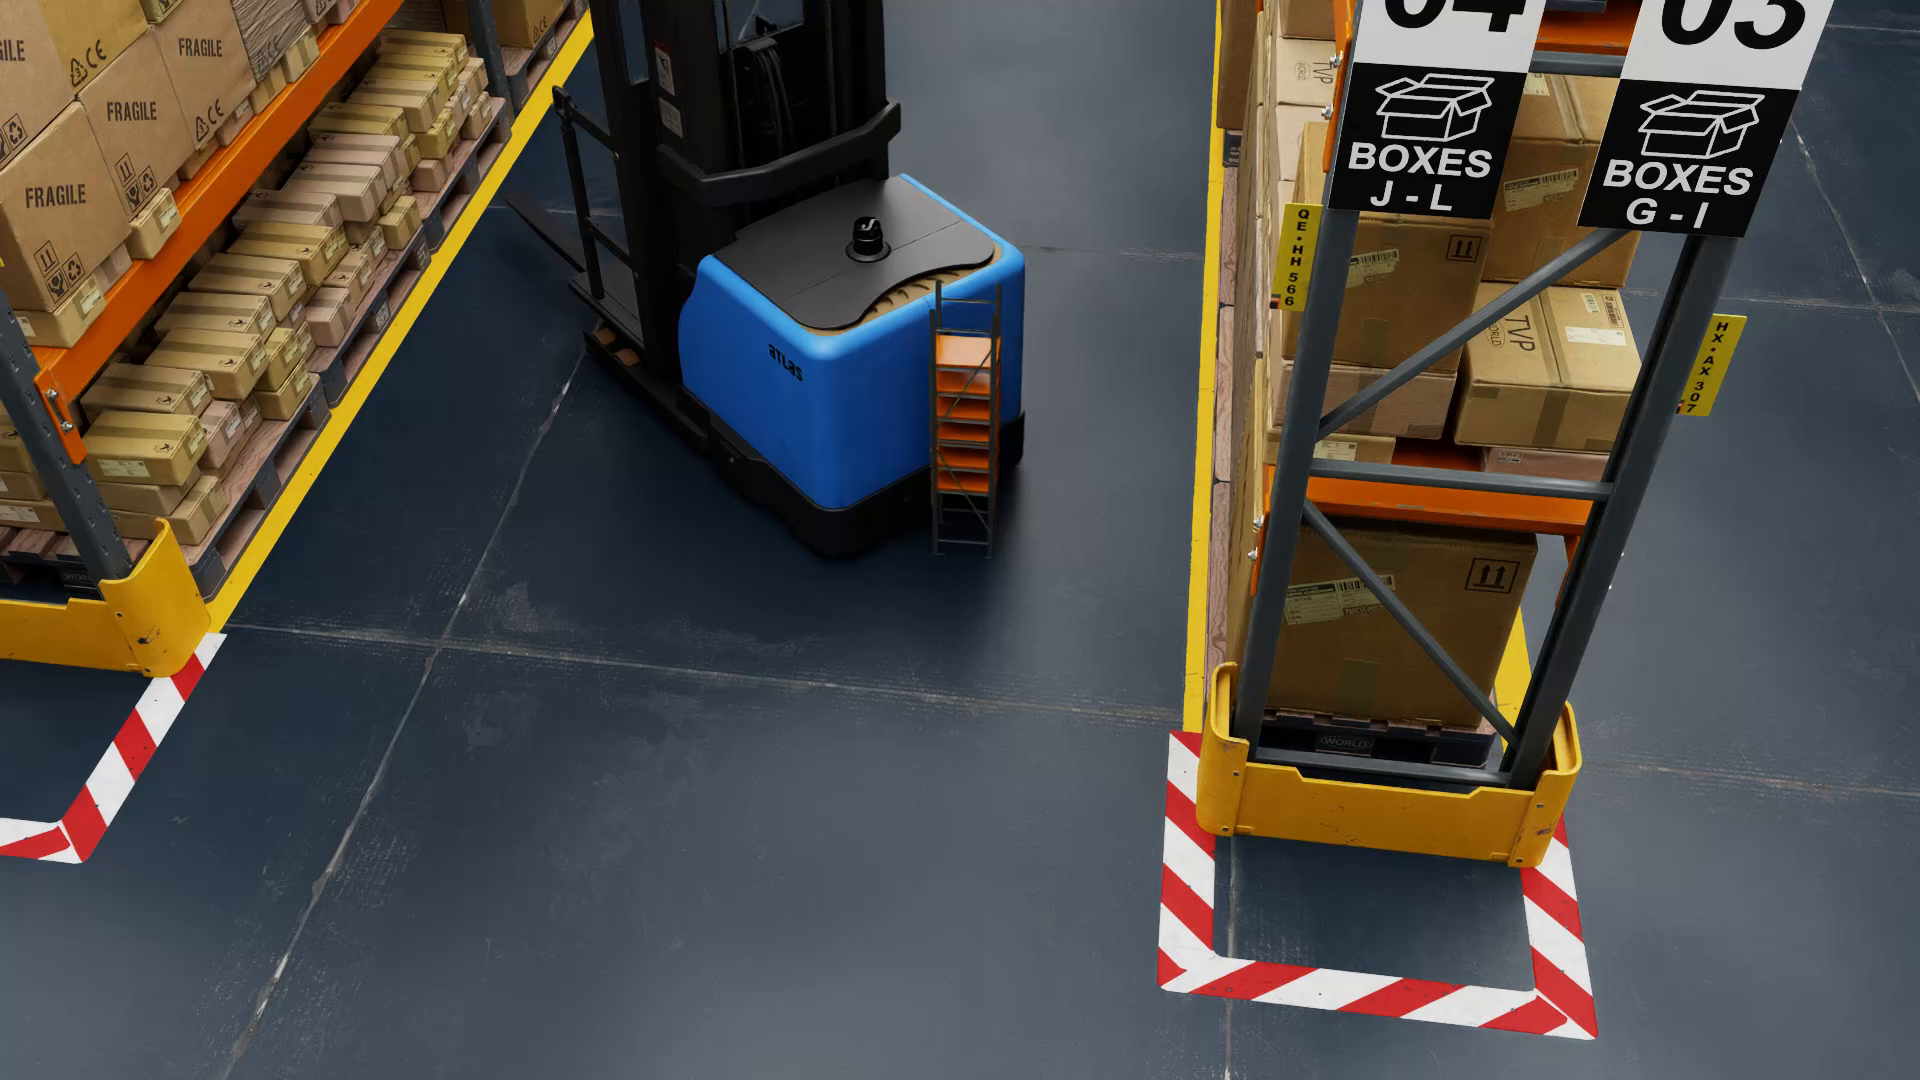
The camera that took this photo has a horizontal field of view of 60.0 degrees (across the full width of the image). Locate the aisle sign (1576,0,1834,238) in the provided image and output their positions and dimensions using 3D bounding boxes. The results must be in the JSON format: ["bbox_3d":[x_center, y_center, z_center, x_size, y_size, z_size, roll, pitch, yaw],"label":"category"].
[{"bbox_3d":[1.700,-1.035,3.771,0.394,0.787,0.004,5,44,6],"label":"aisle sign"}]

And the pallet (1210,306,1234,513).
[{"bbox_3d":[1.604,-0.536,7.163,1.003,0.211,1.213,5,44,6],"label":"pallet"}]

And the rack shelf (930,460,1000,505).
[{"bbox_3d":[0.021,-0.225,6.528,0.258,0.103,0.180,4,44,4],"label":"rack shelf"}]

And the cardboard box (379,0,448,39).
[{"bbox_3d":[-3.114,-3.185,9.445,0.500,0.500,0.500,4,44,5],"label":"cardboard box"}]

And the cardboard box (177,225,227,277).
[{"bbox_3d":[-3.452,-1.287,7.263,0.380,0.149,0.250,4,44,4],"label":"cardboard box"}]

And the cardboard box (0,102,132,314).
[{"bbox_3d":[-3.158,-1.112,5.454,0.500,0.500,0.500,7,44,7],"label":"cardboard box"}]

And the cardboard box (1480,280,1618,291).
[{"bbox_3d":[1.805,-0.878,5.389,0.500,0.250,0.500,5,44,5],"label":"cardboard box"}]

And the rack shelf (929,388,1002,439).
[{"bbox_3d":[0.021,-0.486,6.280,0.258,0.103,0.180,4,44,4],"label":"rack shelf"}]

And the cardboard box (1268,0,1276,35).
[{"bbox_3d":[1.548,-2.312,6.903,0.500,0.250,0.500,5,44,5],"label":"cardboard box"}]

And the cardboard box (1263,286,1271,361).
[{"bbox_3d":[1.200,-0.698,5.488,0.380,0.149,0.250,5,44,6],"label":"cardboard box"}]

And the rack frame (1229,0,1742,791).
[{"bbox_3d":[1.412,-0.167,4.745,1.000,3.000,0.127,5,44,6],"label":"rack frame"}]

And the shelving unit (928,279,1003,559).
[{"bbox_3d":[0.021,-0.431,6.332,0.258,1.200,0.189,4,44,4],"label":"shelving unit"}]

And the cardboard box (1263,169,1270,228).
[{"bbox_3d":[1.300,-1.222,6.041,0.380,0.149,0.250,5,44,6],"label":"cardboard box"}]

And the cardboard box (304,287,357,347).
[{"bbox_3d":[-2.924,-0.997,7.389,0.380,0.149,0.250,3,44,3],"label":"cardboard box"}]

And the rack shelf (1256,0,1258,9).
[{"bbox_3d":[2.205,-3.995,9.311,1.077,0.370,4.000,5,44,6],"label":"rack shelf"}]

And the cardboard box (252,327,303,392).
[{"bbox_3d":[-2.989,-0.767,6.931,0.380,0.149,0.250,7,44,7],"label":"cardboard box"}]

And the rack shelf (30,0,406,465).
[{"bbox_3d":[-3.227,-1.789,6.981,1.077,0.370,4.000,5,44,6],"label":"rack shelf"}]

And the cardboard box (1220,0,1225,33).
[{"bbox_3d":[2.123,-3.321,9.316,1.225,0.875,0.875,4,44,4],"label":"cardboard box"}]

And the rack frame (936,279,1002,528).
[{"bbox_3d":[0.031,-0.494,6.398,0.240,1.200,0.006,4,44,4],"label":"rack frame"}]

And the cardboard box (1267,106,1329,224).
[{"bbox_3d":[1.348,-1.268,5.800,0.500,0.250,0.500,4,44,4],"label":"cardboard box"}]

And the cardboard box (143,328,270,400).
[{"bbox_3d":[-3.008,-0.705,6.649,0.380,0.149,0.250,5,44,5],"label":"cardboard box"}]

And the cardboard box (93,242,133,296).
[{"bbox_3d":[-3.131,-0.964,5.769,0.380,0.149,0.250,7,44,7],"label":"cardboard box"}]

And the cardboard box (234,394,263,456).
[{"bbox_3d":[-3.125,-0.488,6.852,0.380,0.149,0.250,6,44,6],"label":"cardboard box"}]

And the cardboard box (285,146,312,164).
[{"bbox_3d":[-3.307,-1.887,8.113,0.380,0.149,0.250,3,44,3],"label":"cardboard box"}]

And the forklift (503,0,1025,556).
[{"bbox_3d":[-1.051,-1.954,6.682,1.130,2.935,3.031,-29,51,-27],"label":"forklift"}]

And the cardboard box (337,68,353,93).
[{"bbox_3d":[-3.308,-2.348,8.384,0.380,0.149,0.250,7,44,8],"label":"cardboard box"}]

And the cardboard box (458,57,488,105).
[{"bbox_3d":[-2.689,-2.395,8.649,0.380,0.149,0.250,6,44,6],"label":"cardboard box"}]

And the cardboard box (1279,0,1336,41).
[{"bbox_3d":[1.487,-2.226,6.267,0.500,0.500,0.500,4,44,4],"label":"cardboard box"}]

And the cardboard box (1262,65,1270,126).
[{"bbox_3d":[1.401,-1.747,6.597,0.380,0.149,0.250,6,44,6],"label":"cardboard box"}]

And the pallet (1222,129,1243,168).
[{"bbox_3d":[1.968,-2.414,9.146,1.003,0.211,1.213,5,44,6],"label":"pallet"}]

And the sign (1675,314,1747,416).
[{"bbox_3d":[1.961,-0.456,4.363,0.100,0.325,0.005,5,44,6],"label":"sign"}]

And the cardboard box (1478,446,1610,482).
[{"bbox_3d":[1.786,-0.288,5.055,0.380,0.149,0.250,6,44,6],"label":"cardboard box"}]

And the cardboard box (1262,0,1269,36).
[{"bbox_3d":[1.503,-2.272,7.151,0.380,0.149,0.250,7,44,7],"label":"cardboard box"}]

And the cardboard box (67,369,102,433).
[{"bbox_3d":[-3.582,-0.570,6.506,0.380,0.149,0.250,6,44,6],"label":"cardboard box"}]

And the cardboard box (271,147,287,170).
[{"bbox_3d":[-3.419,-1.826,7.832,0.380,0.149,0.250,6,44,6],"label":"cardboard box"}]

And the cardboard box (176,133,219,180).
[{"bbox_3d":[-3.084,-1.514,6.350,0.380,0.149,0.250,5,44,5],"label":"cardboard box"}]

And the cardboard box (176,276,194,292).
[{"bbox_3d":[-3.529,-1.179,7.366,0.380,0.149,0.250,7,44,8],"label":"cardboard box"}]

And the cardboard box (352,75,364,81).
[{"bbox_3d":[-3.327,-2.420,8.676,0.380,0.149,0.250,7,44,7],"label":"cardboard box"}]

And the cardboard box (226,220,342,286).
[{"bbox_3d":[-2.931,-1.245,7.219,0.380,0.149,0.250,6,44,6],"label":"cardboard box"}]

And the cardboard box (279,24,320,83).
[{"bbox_3d":[-2.903,-2.034,6.899,0.380,0.149,0.250,6,44,6],"label":"cardboard box"}]

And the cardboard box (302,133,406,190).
[{"bbox_3d":[-2.828,-1.770,7.773,0.380,0.149,0.250,3,44,3],"label":"cardboard box"}]

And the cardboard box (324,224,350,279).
[{"bbox_3d":[-3.008,-1.329,7.523,0.380,0.149,0.250,7,44,7],"label":"cardboard box"}]

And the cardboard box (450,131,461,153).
[{"bbox_3d":[-2.794,-2.063,8.515,0.380,0.149,0.250,6,44,7],"label":"cardboard box"}]

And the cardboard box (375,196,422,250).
[{"bbox_3d":[-2.813,-1.527,7.949,0.380,0.149,0.250,5,44,5],"label":"cardboard box"}]

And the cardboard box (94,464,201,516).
[{"bbox_3d":[-3.167,-0.246,6.380,0.380,0.149,0.250,7,44,7],"label":"cardboard box"}]

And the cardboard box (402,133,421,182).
[{"bbox_3d":[-2.861,-1.863,8.088,0.380,0.149,0.250,6,44,6],"label":"cardboard box"}]

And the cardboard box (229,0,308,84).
[{"bbox_3d":[-2.974,-2.160,6.560,0.500,0.500,0.500,4,44,4],"label":"cardboard box"}]

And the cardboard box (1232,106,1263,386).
[{"bbox_3d":[1.655,-1.219,7.095,0.875,0.875,0.875,5,44,6],"label":"cardboard box"}]

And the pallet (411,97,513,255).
[{"bbox_3d":[-3.016,-1.940,8.645,1.003,0.211,1.213,5,44,6],"label":"pallet"}]

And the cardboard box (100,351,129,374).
[{"bbox_3d":[-3.637,-0.652,6.809,0.380,0.149,0.250,4,44,4],"label":"cardboard box"}]

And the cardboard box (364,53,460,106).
[{"bbox_3d":[-2.746,-2.303,8.336,0.380,0.149,0.250,6,44,6],"label":"cardboard box"}]

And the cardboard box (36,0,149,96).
[{"bbox_3d":[-3.108,-1.821,5.475,0.500,0.500,0.500,6,44,7],"label":"cardboard box"}]
